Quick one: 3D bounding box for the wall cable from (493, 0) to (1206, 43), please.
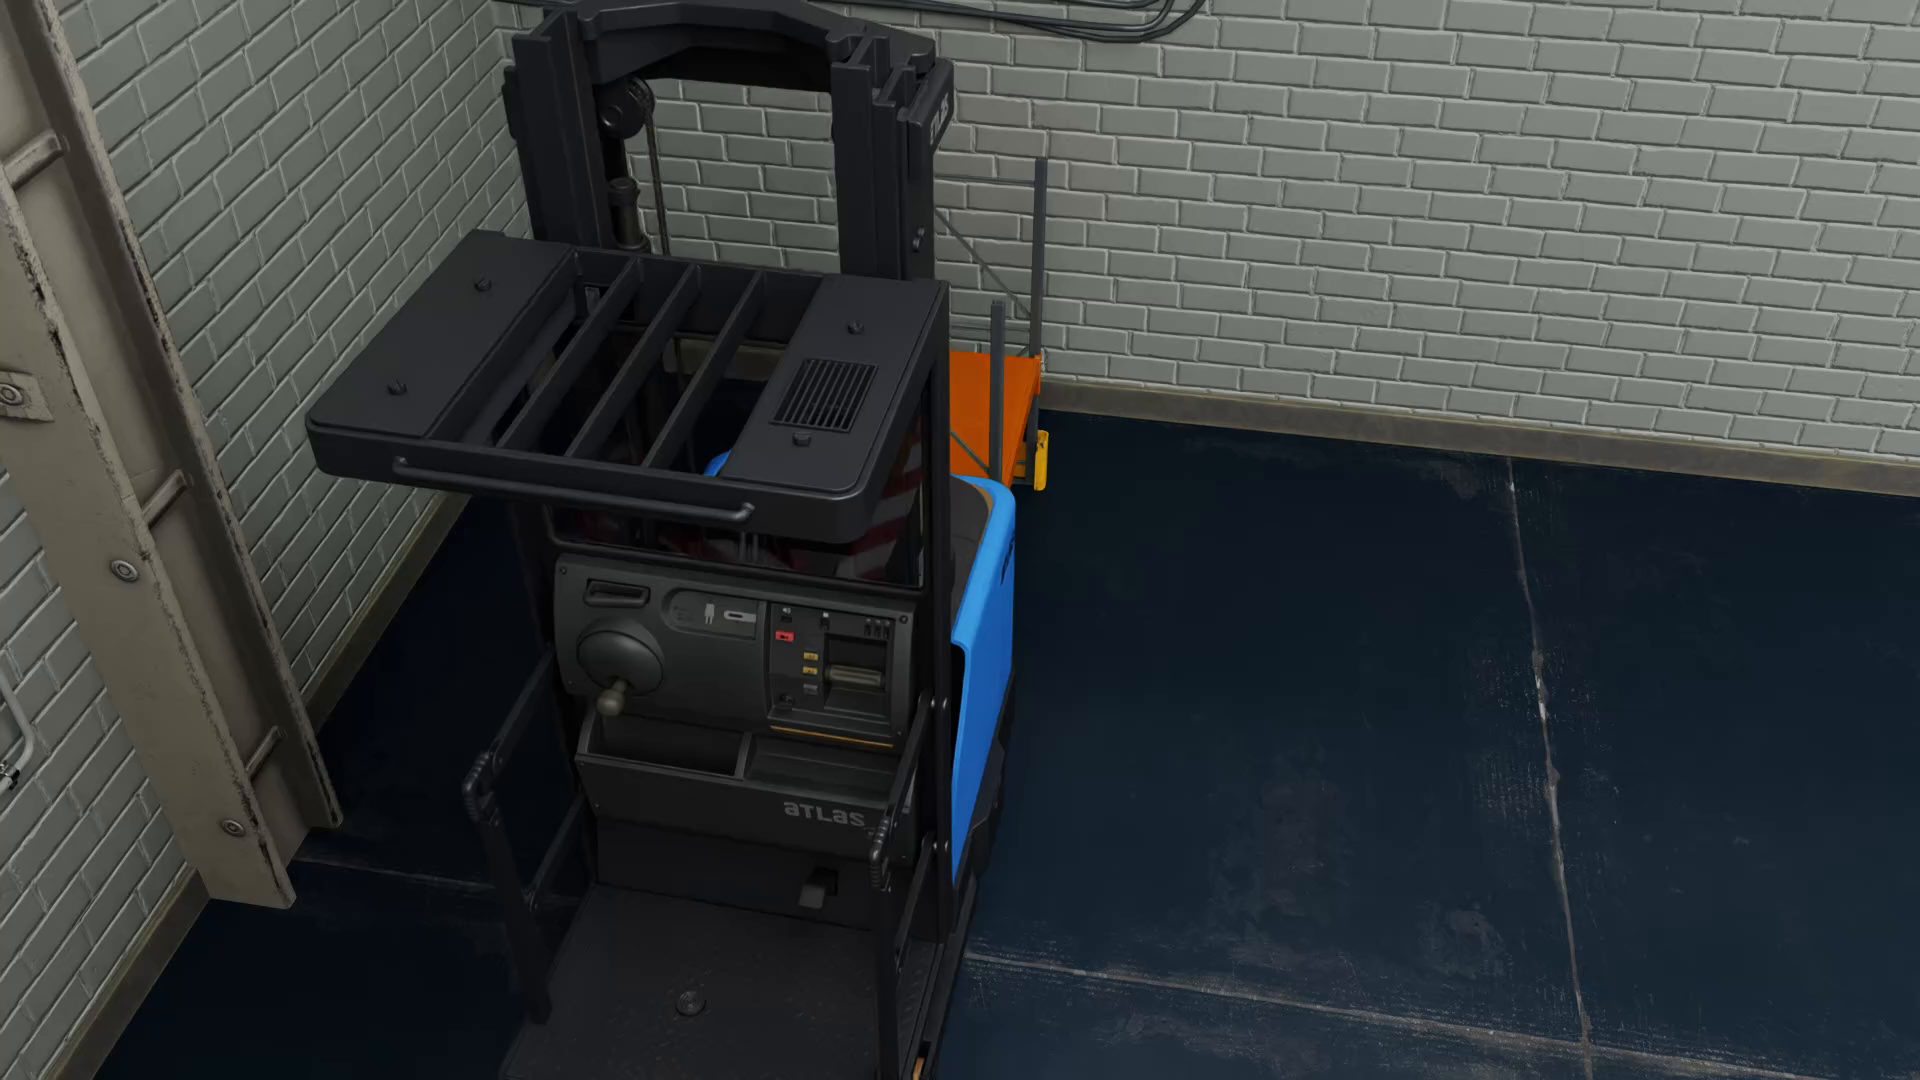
[{"bbox_3d":[-0.549,-2.951,5.694,3.097,2.526,0.112,6,40,8],"label":"wall cable"}]

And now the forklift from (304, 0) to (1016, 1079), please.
[{"bbox_3d":[-0.615,0.364,4.010,1.130,2.935,3.031,8,40,9],"label":"forklift"}]

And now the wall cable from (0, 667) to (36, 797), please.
[{"bbox_3d":[-2.590,0.375,3.145,0.084,1.984,1.851,6,40,8],"label":"wall cable"}]

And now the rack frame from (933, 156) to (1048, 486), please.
[{"bbox_3d":[0.073,-0.844,6.593,0.500,1.500,0.032,6,40,8],"label":"rack frame"}]

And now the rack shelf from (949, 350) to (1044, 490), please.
[{"bbox_3d":[-0.015,-0.386,6.322,0.538,0.185,1.000,6,40,8],"label":"rack shelf"}]

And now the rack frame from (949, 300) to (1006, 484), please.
[{"bbox_3d":[-0.103,-0.205,5.821,0.500,1.500,0.032,6,40,8],"label":"rack frame"}]

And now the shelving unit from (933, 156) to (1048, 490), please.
[{"bbox_3d":[-0.013,-0.530,6.214,0.587,1.500,1.083,6,40,8],"label":"shelving unit"}]

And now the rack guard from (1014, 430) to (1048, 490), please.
[{"bbox_3d":[0.073,-0.361,6.991,0.587,0.250,0.087,6,40,8],"label":"rack guard"}]

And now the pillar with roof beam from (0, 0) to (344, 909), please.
[{"bbox_3d":[1.975,-1.953,2.050,9.100,9.000,0.400,6,40,8],"label":"pillar with roof beam"}]
